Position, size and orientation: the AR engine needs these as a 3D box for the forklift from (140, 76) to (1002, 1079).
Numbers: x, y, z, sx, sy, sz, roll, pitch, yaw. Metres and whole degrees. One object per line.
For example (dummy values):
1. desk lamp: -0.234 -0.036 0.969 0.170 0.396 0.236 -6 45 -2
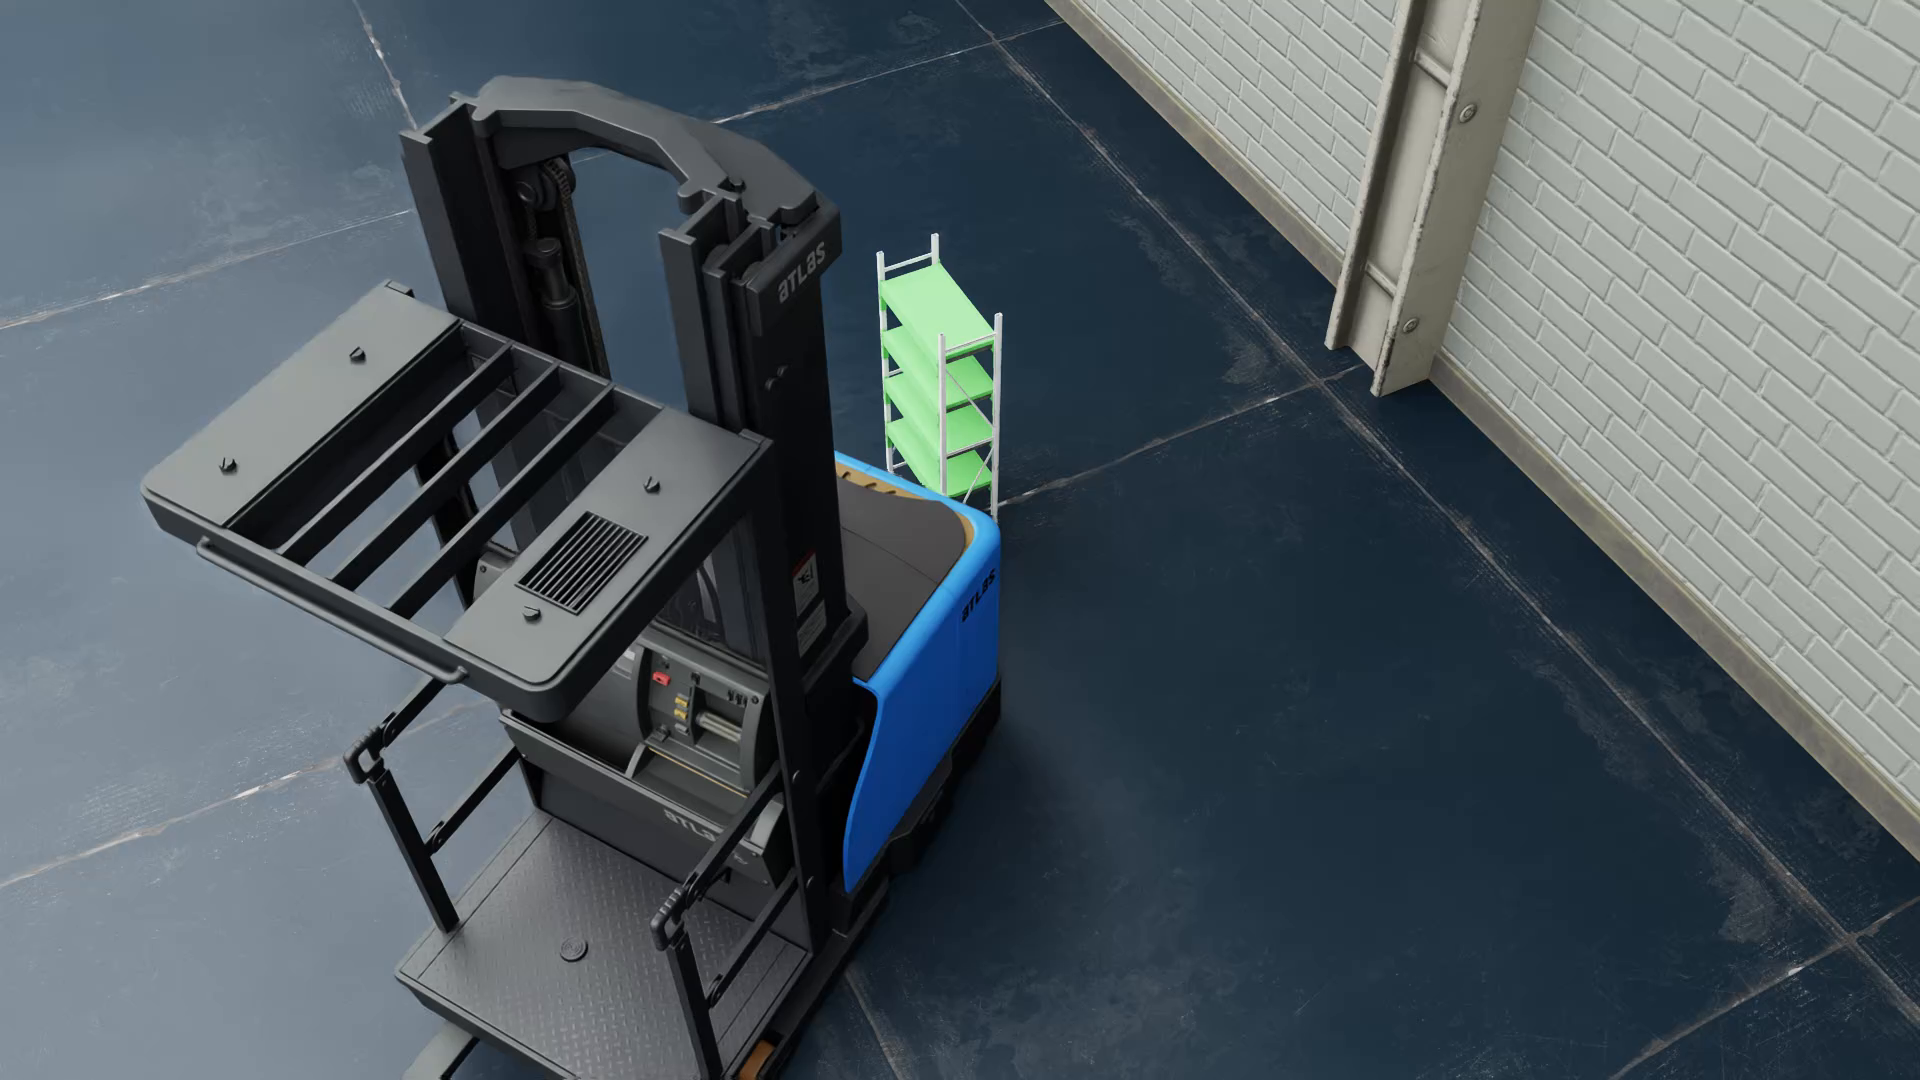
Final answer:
1. forklift: -1.016 0.466 4.288 1.130 2.935 3.031 23 53 19

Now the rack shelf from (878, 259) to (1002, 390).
1. rack shelf: -0.076 -0.780 5.975 0.258 0.148 0.480 -21 52 -18

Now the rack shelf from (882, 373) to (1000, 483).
1. rack shelf: -0.076 -0.464 6.336 0.258 0.148 0.480 -21 52 -18

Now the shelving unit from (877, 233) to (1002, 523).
1. shelving unit: -0.076 -0.506 6.288 0.258 1.200 0.503 -21 52 -18

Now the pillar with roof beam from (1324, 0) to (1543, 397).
1. pillar with roof beam: -1.980 -2.279 2.658 9.100 9.000 0.400 -21 52 -18

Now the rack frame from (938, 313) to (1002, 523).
1. rack frame: 0.036 -0.342 6.145 0.240 1.200 0.015 -21 52 -18

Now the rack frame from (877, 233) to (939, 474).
1. rack frame: -0.187 -0.669 6.431 0.240 1.200 0.015 -21 52 -18

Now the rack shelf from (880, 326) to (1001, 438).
1. rack shelf: -0.076 -0.622 6.155 0.258 0.148 0.480 -21 52 -18

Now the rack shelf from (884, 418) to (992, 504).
1. rack shelf: -0.076 -0.306 6.517 0.258 0.148 0.480 -21 52 -18
